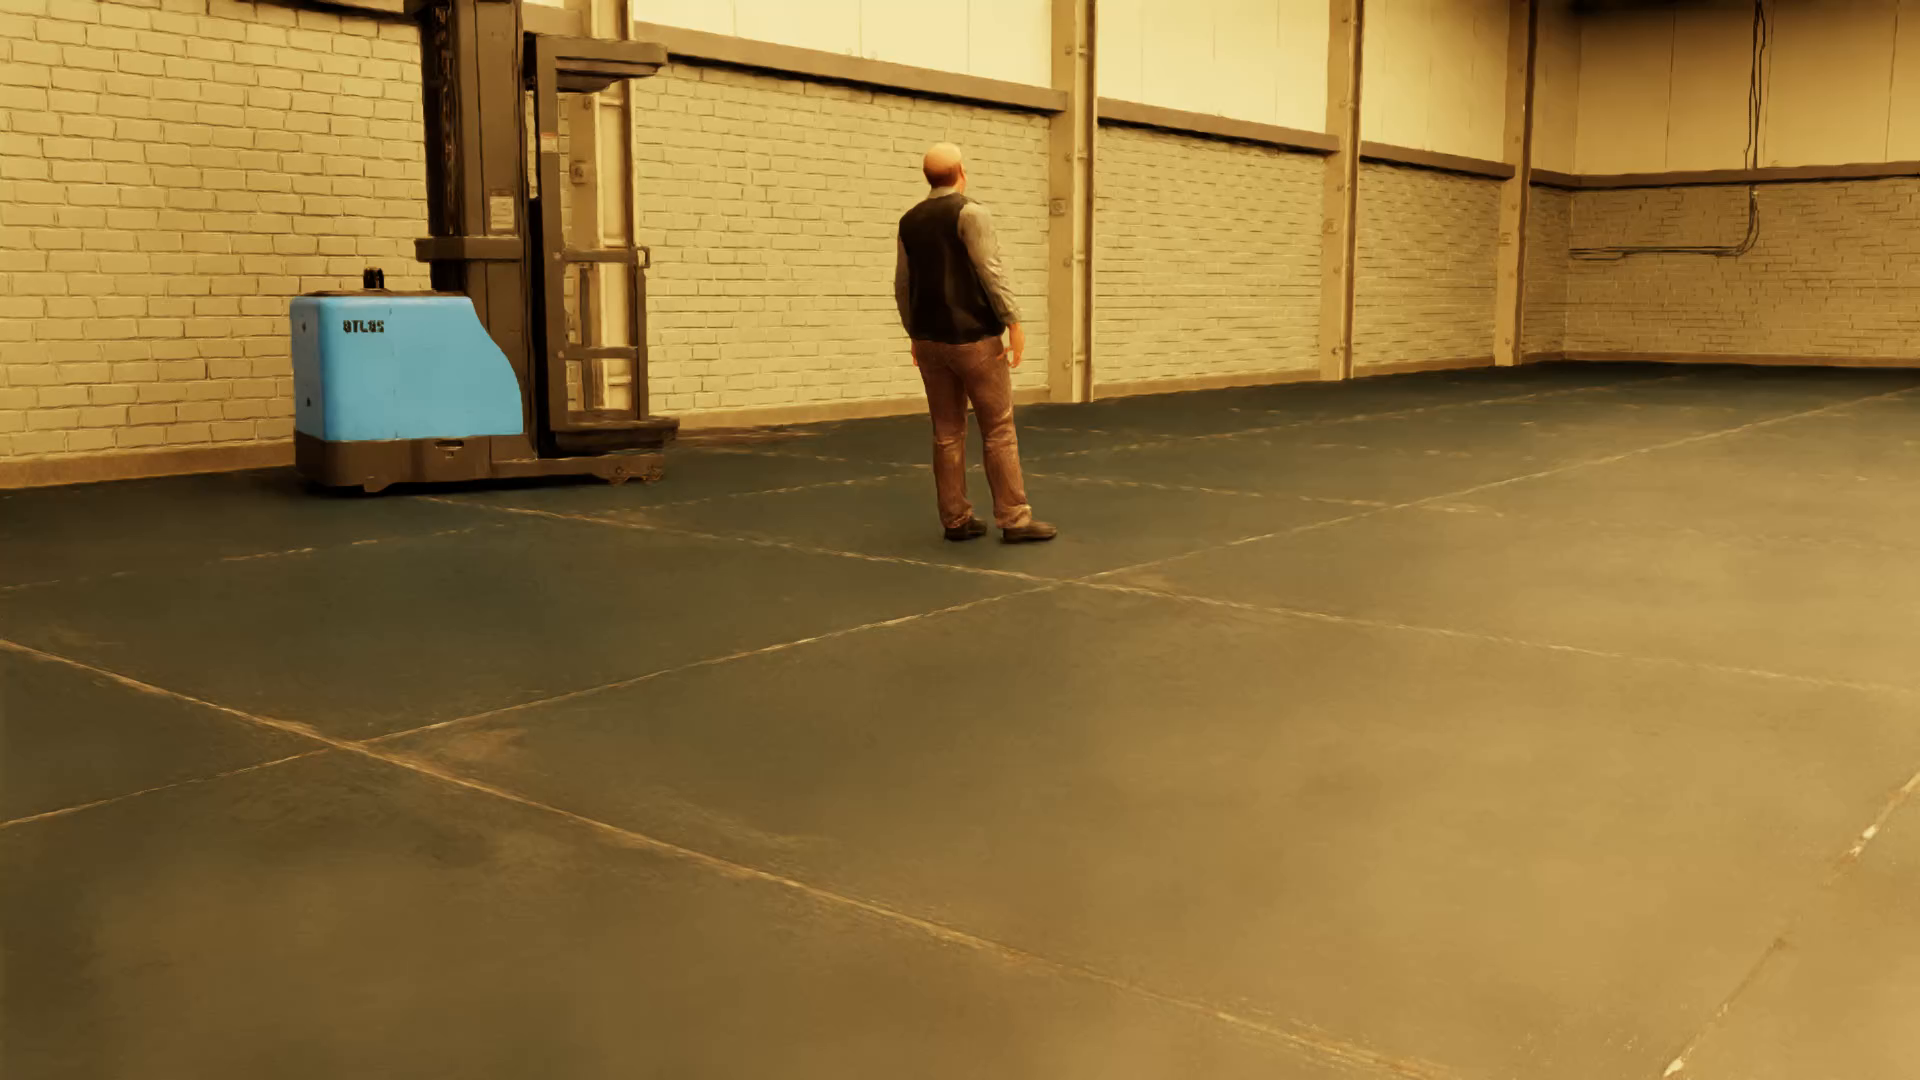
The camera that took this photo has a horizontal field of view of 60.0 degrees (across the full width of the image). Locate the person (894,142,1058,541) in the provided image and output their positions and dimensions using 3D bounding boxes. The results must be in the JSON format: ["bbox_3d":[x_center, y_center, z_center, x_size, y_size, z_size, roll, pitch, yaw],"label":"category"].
[{"bbox_3d":[0.046,-0.865,7.322,0.632,1.720,0.567,7,11,38],"label":"person"}]

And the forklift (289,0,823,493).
[{"bbox_3d":[-2.330,-1.838,9.845,3.031,2.935,1.130,-5,10,-31],"label":"forklift"}]
